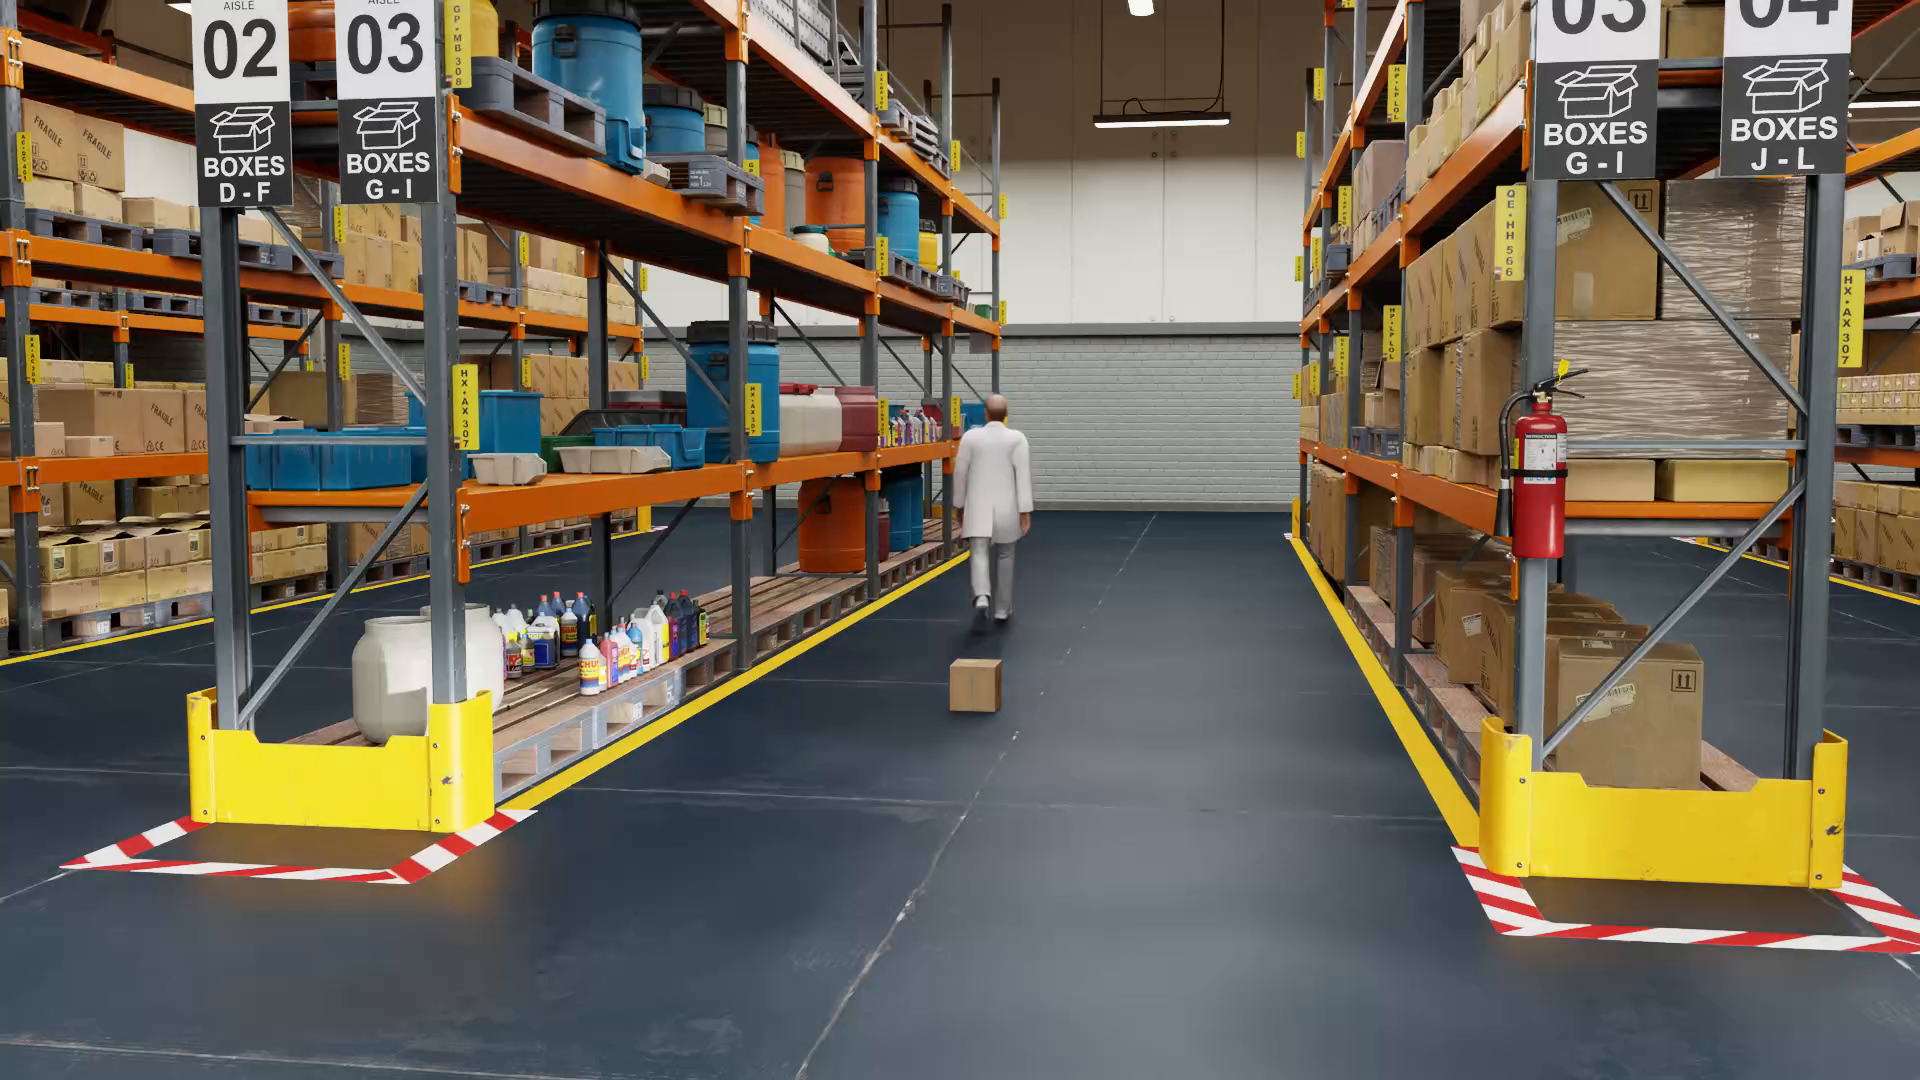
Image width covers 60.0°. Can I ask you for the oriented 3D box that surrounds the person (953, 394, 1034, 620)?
[{"bbox_3d":[0.251,-0.240,12.680,0.619,1.739,1.051,0,4,1],"label":"person"}]
